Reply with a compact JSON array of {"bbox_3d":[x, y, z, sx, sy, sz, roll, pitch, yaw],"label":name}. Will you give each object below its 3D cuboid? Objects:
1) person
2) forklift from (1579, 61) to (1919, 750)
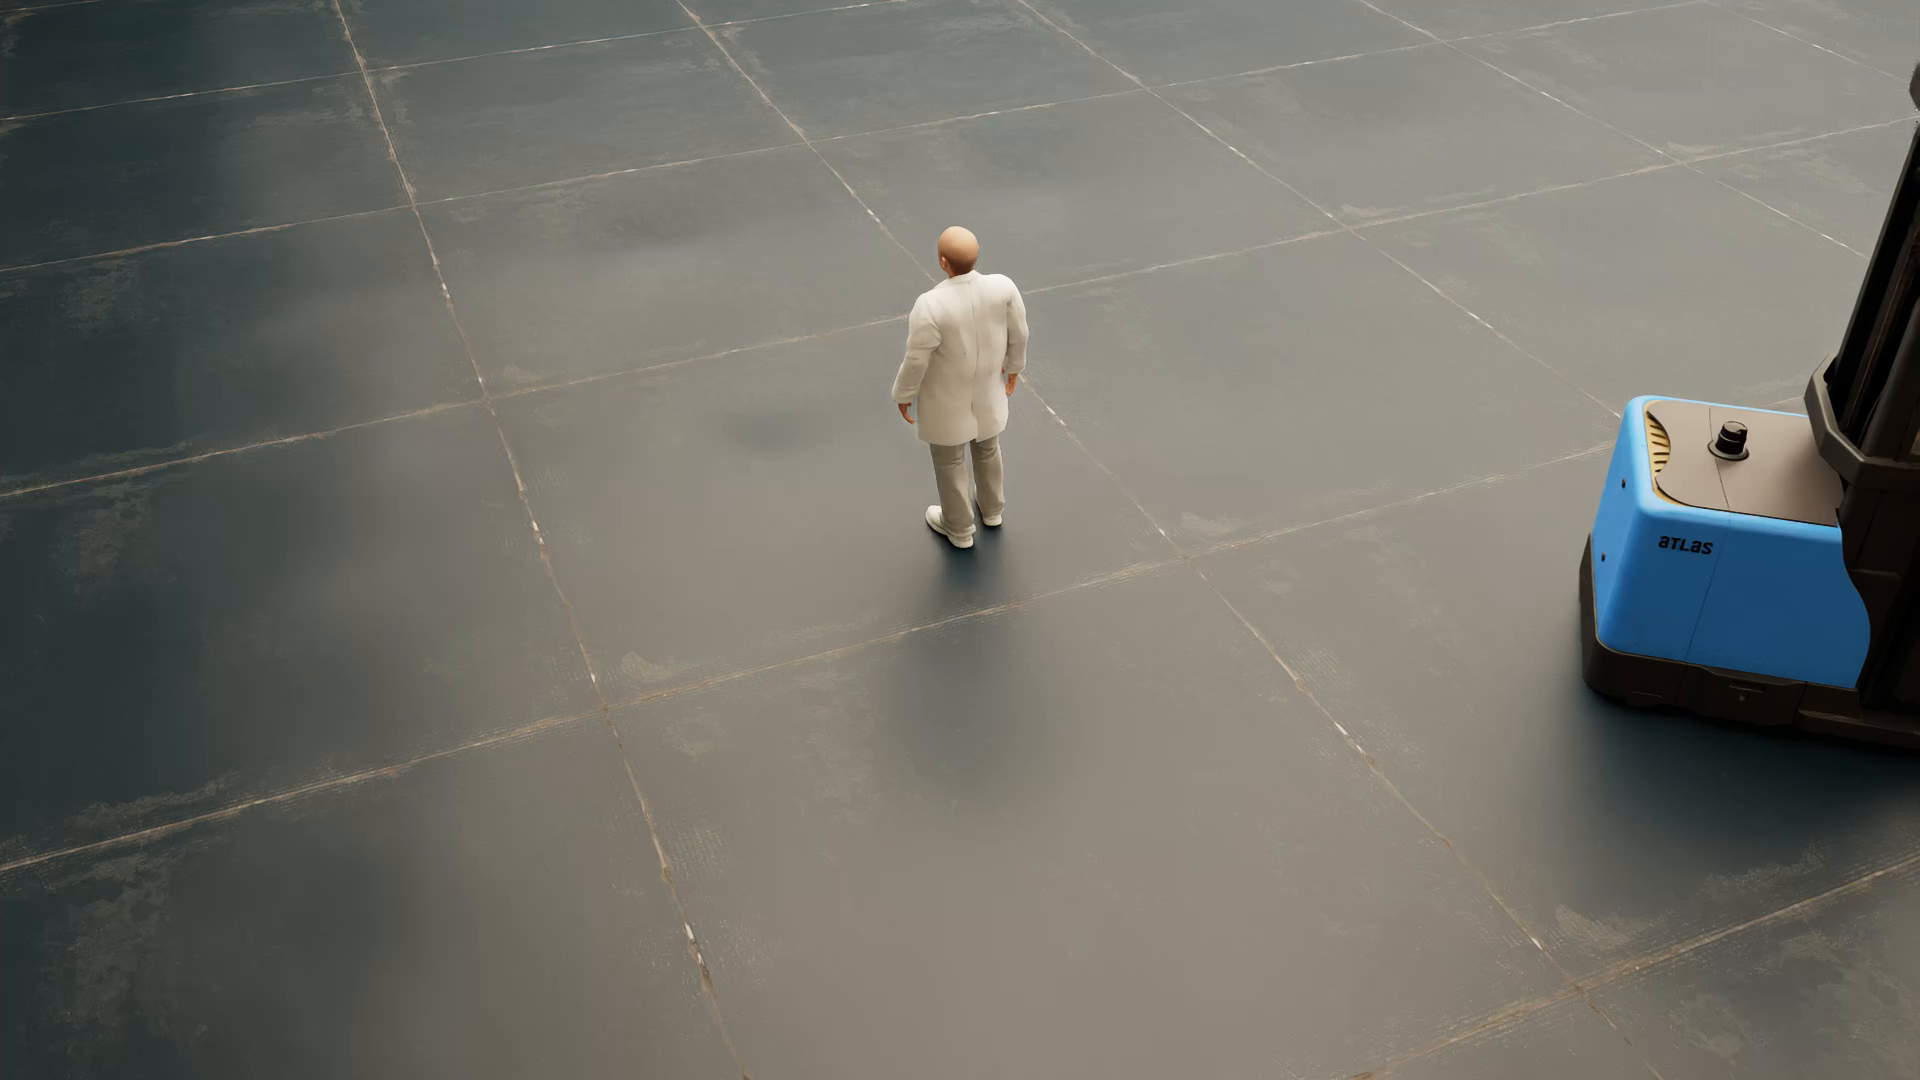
[{"bbox_3d":[-0.032,-0.780,8.178,0.698,1.778,0.578,-14,38,-19],"label":"person"},{"bbox_3d":[4.434,-0.513,6.820,3.031,2.935,1.130,9,36,12],"label":"forklift"}]
